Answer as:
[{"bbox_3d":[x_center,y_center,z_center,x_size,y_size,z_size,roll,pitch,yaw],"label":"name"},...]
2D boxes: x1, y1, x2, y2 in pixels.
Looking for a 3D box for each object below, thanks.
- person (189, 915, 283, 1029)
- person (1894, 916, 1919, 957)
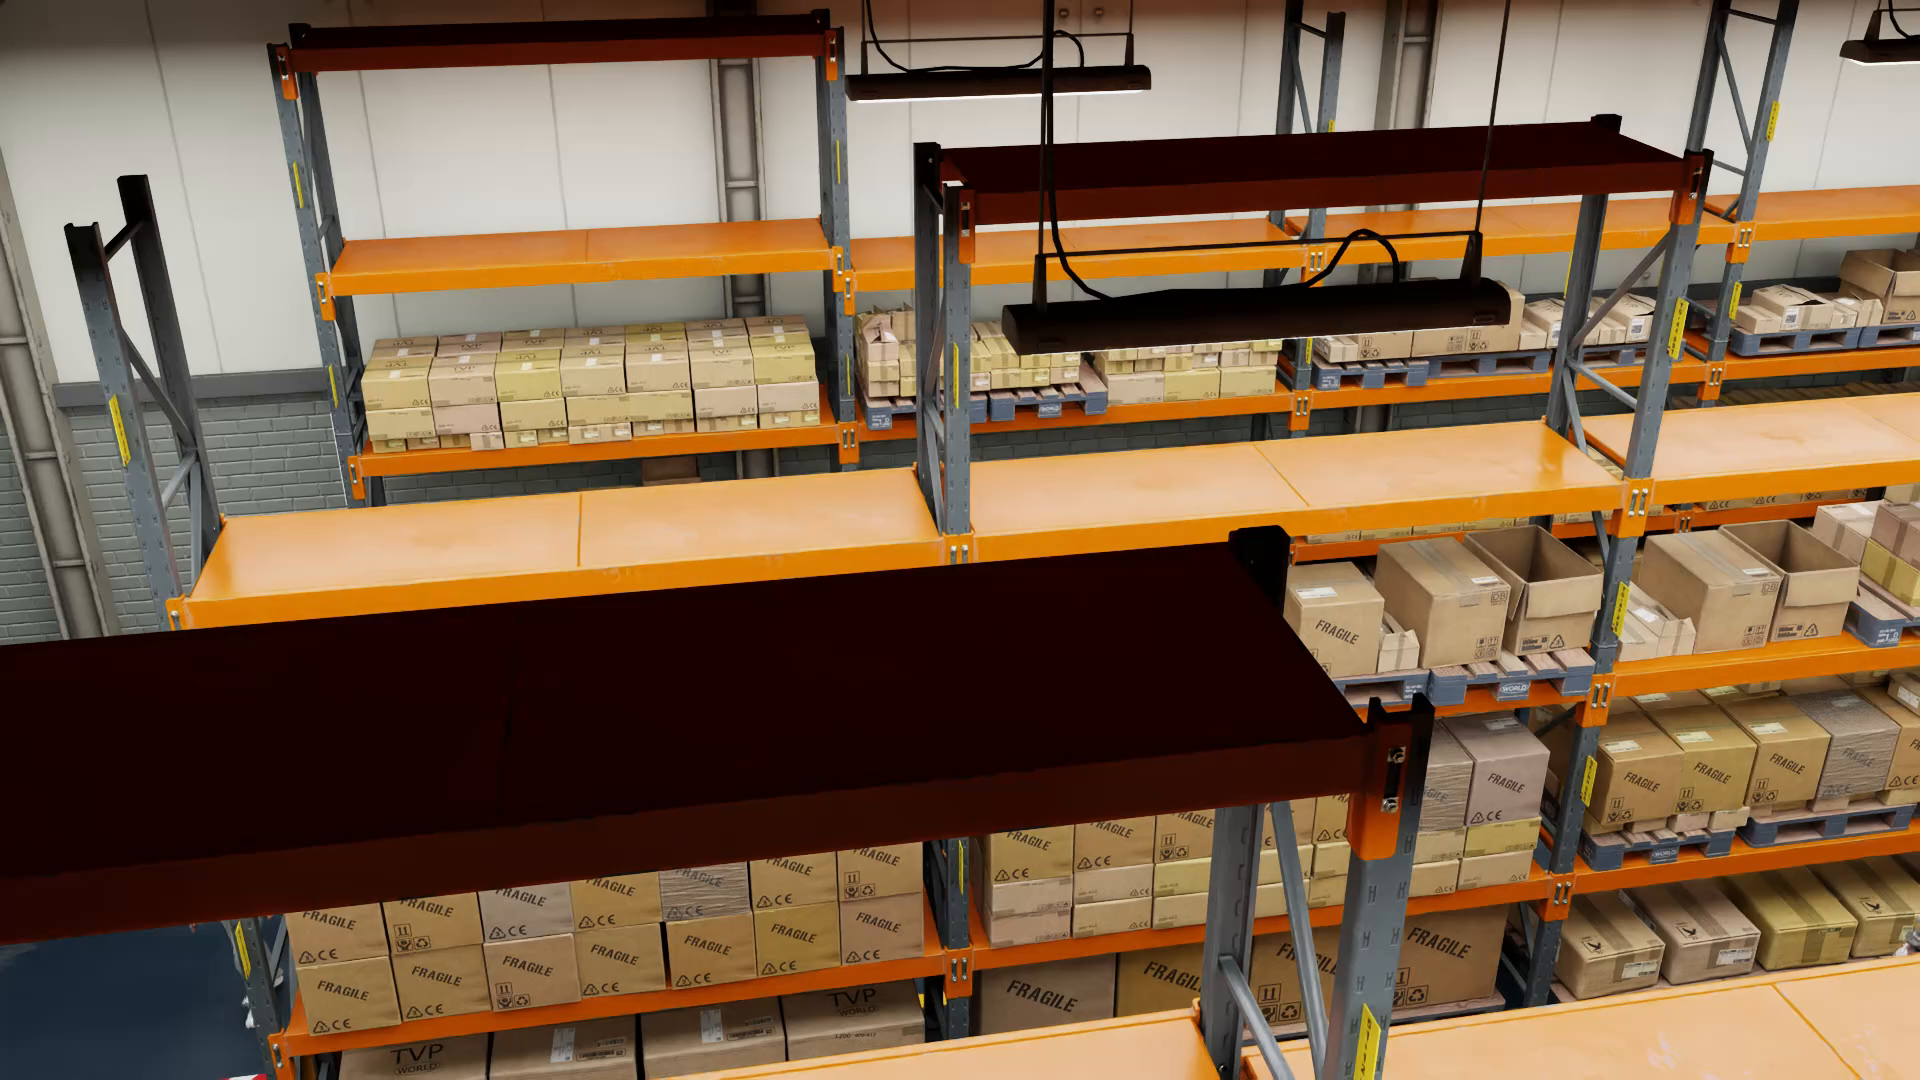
[{"bbox_3d":[-4.912,2.488,11.261,0.499,1.696,0.487,6,26,12],"label":"person"},{"bbox_3d":[5.778,3.054,10.033,0.609,1.812,0.600,-10,28,-20],"label":"person"}]
